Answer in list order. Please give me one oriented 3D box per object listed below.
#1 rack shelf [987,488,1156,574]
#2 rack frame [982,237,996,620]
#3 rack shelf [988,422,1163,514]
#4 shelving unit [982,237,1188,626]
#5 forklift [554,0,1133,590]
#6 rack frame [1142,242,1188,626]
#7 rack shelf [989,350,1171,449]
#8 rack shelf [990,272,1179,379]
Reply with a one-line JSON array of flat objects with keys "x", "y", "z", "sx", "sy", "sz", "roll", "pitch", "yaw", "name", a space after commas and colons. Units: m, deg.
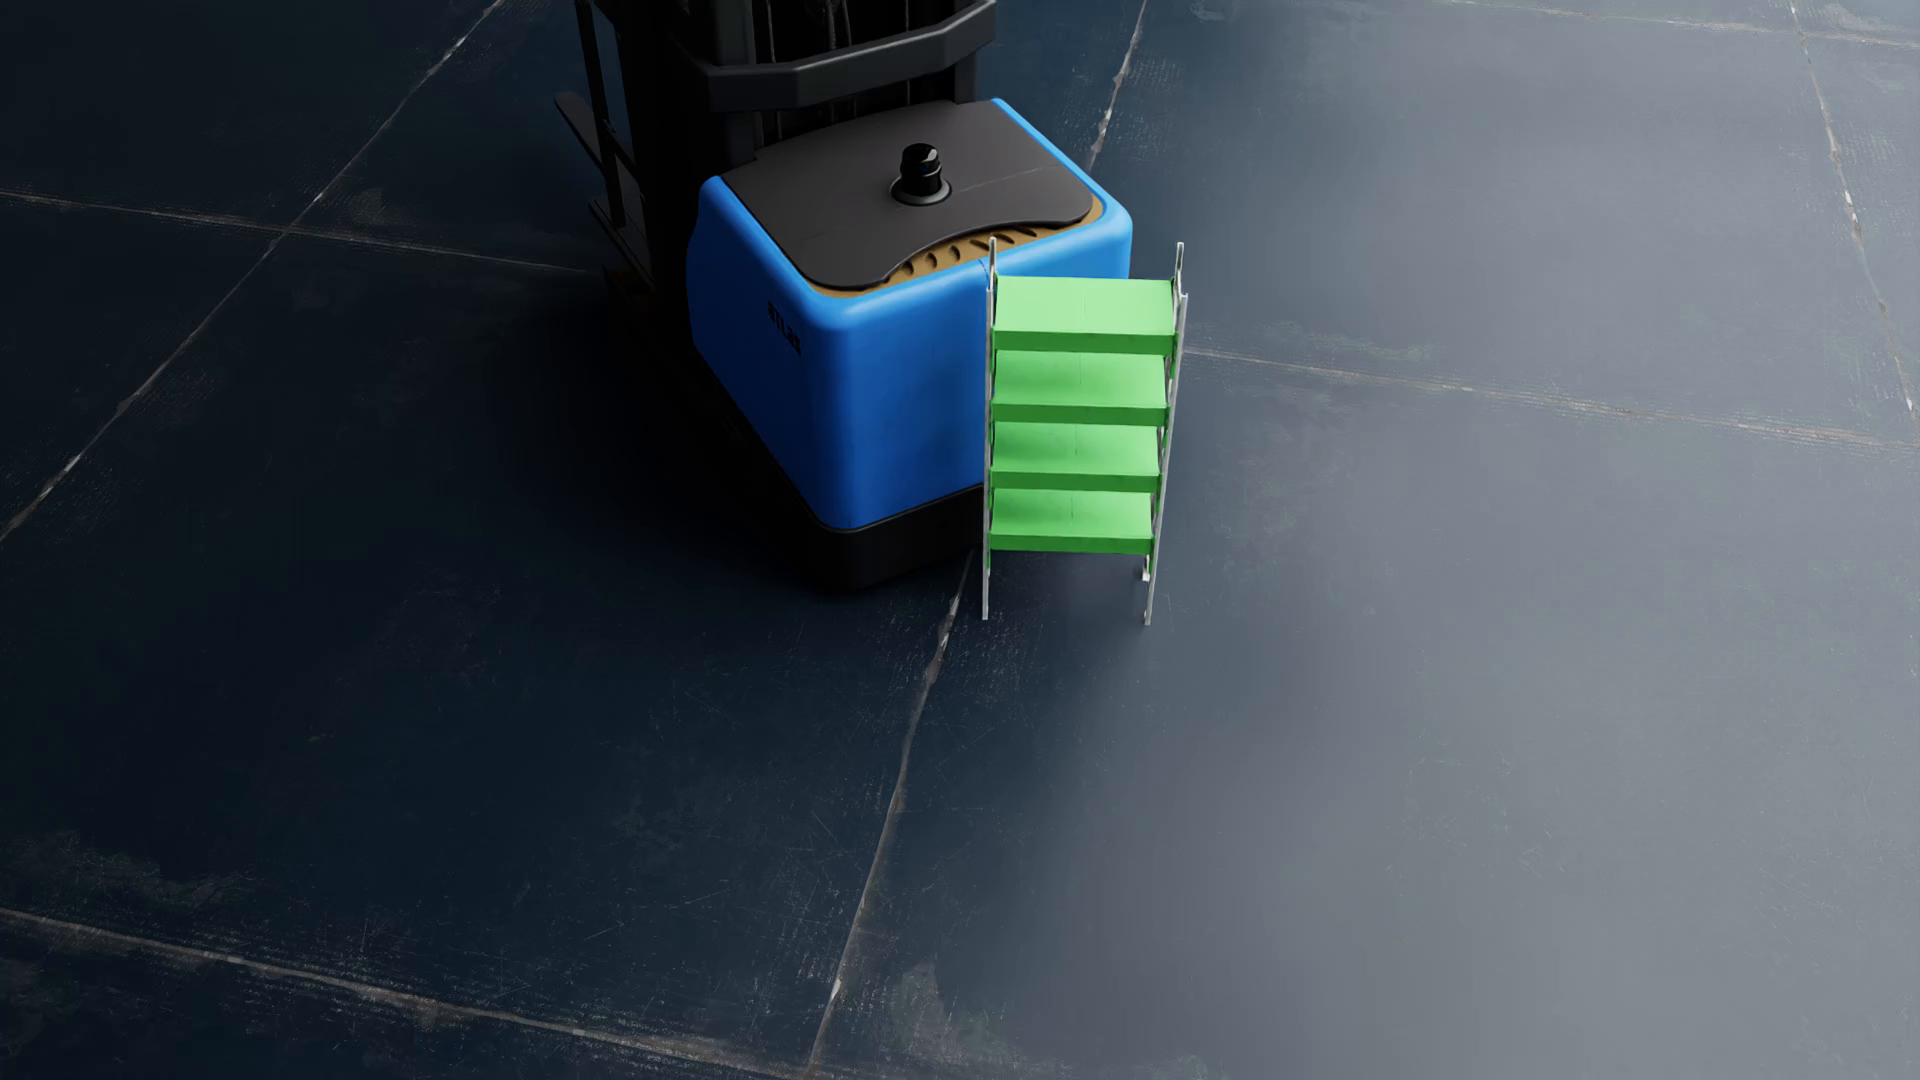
[{"x": 0.324, "y": -0.047, "z": 4.872, "sx": 0.480, "sy": 0.148, "sz": 0.258, "roll": 2, "pitch": 44, "yaw": 2, "name": "rack shelf"}, {"x": 0.080, "y": -0.274, "z": 4.670, "sx": 0.015, "sy": 1.200, "sz": 0.240, "roll": 2, "pitch": 44, "yaw": 2, "name": "rack frame"}, {"x": 0.324, "y": -0.220, "z": 4.706, "sx": 0.480, "sy": 0.148, "sz": 0.258, "roll": 2, "pitch": 44, "yaw": 2, "name": "rack shelf"}, {"x": 0.324, "y": -0.266, "z": 4.661, "sx": 0.503, "sy": 1.200, "sz": 0.258, "roll": 2, "pitch": 44, "yaw": 2, "name": "shelving unit"}, {"x": -0.646, "y": -1.922, "z": 5.133, "sx": 1.130, "sy": 2.935, "sz": 3.031, "roll": -21, "pitch": 48, "yaw": -20, "name": "forklift"}, {"x": 0.567, "y": -0.258, "z": 4.653, "sx": 0.015, "sy": 1.200, "sz": 0.240, "roll": 2, "pitch": 44, "yaw": 2, "name": "rack frame"}, {"x": 0.324, "y": -0.393, "z": 4.539, "sx": 0.480, "sy": 0.148, "sz": 0.258, "roll": 2, "pitch": 44, "yaw": 2, "name": "rack shelf"}, {"x": 0.324, "y": -0.566, "z": 4.373, "sx": 0.480, "sy": 0.148, "sz": 0.258, "roll": 2, "pitch": 44, "yaw": 2, "name": "rack shelf"}]
